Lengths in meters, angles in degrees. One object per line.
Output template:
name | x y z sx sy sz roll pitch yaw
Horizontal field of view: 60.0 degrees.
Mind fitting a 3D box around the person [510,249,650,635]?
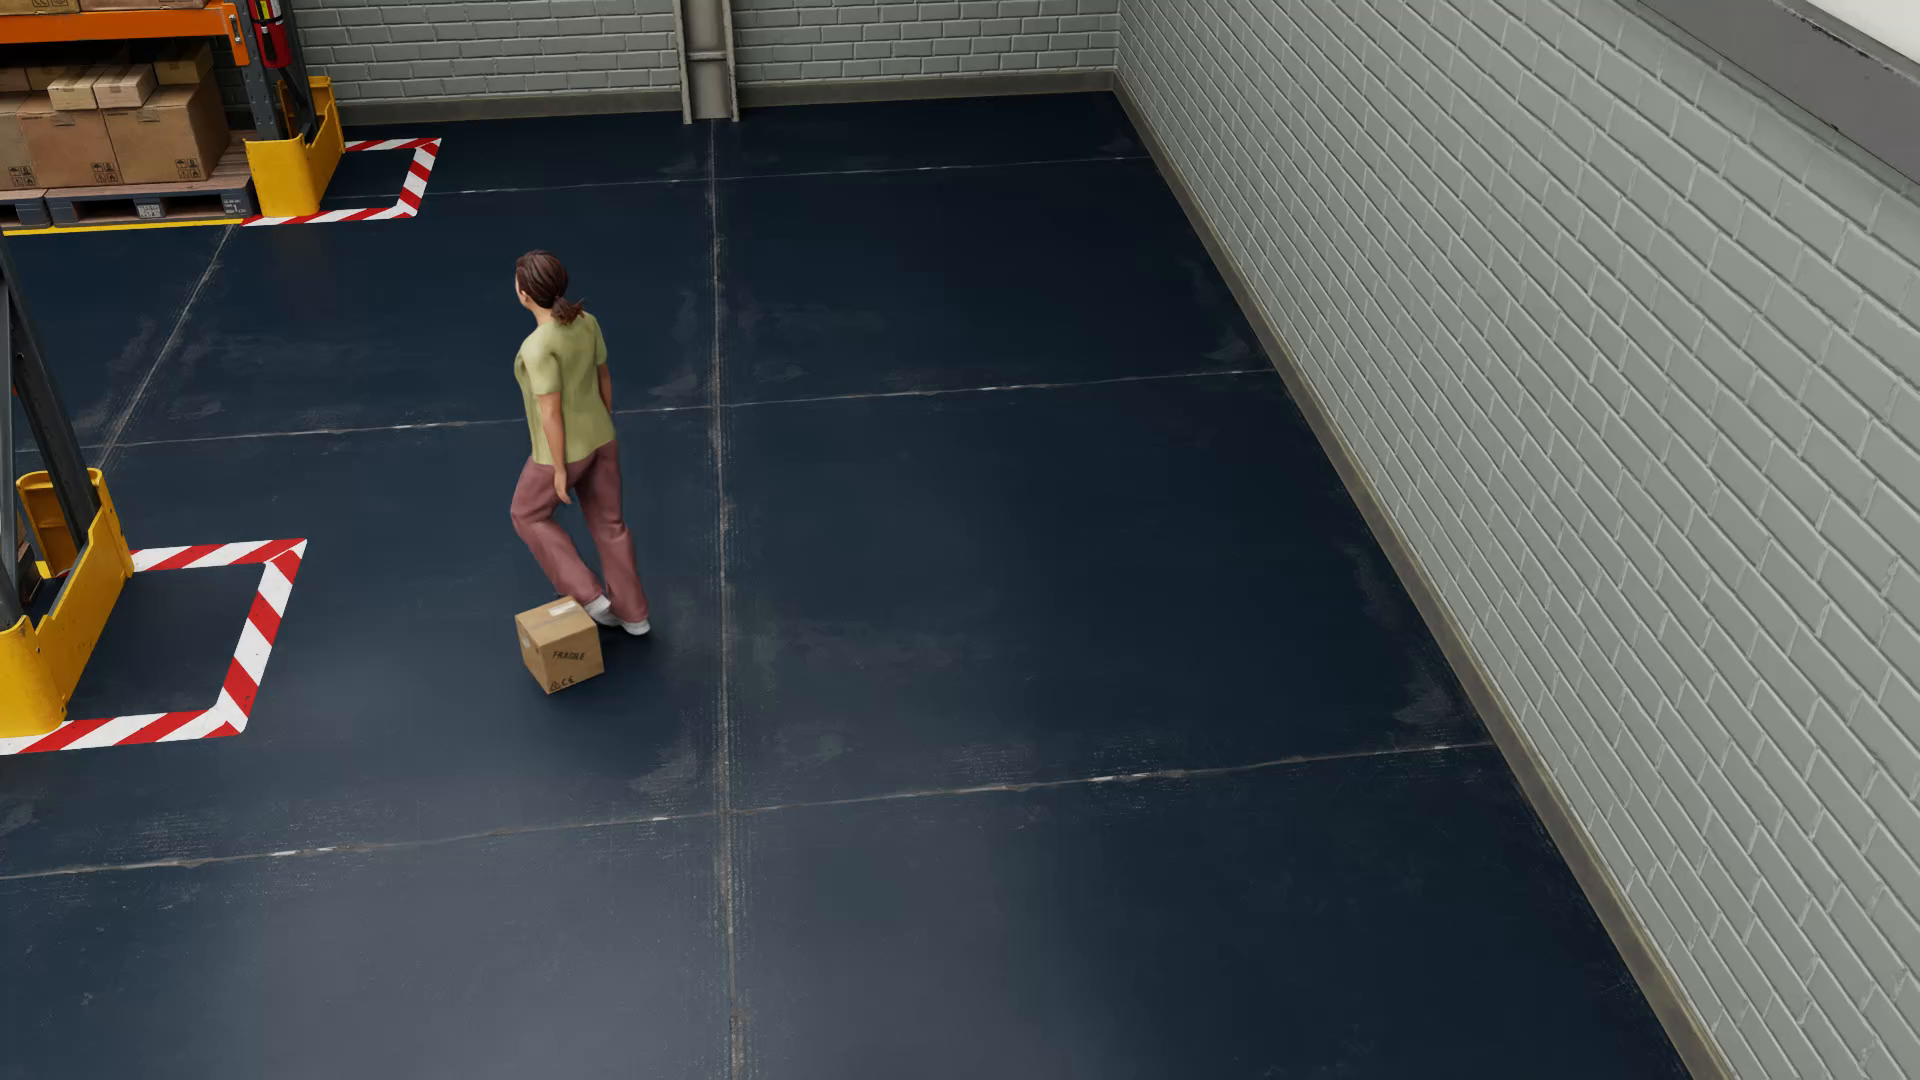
person | -1.521 -0.362 6.638 0.520 1.651 0.474 19 39 25
